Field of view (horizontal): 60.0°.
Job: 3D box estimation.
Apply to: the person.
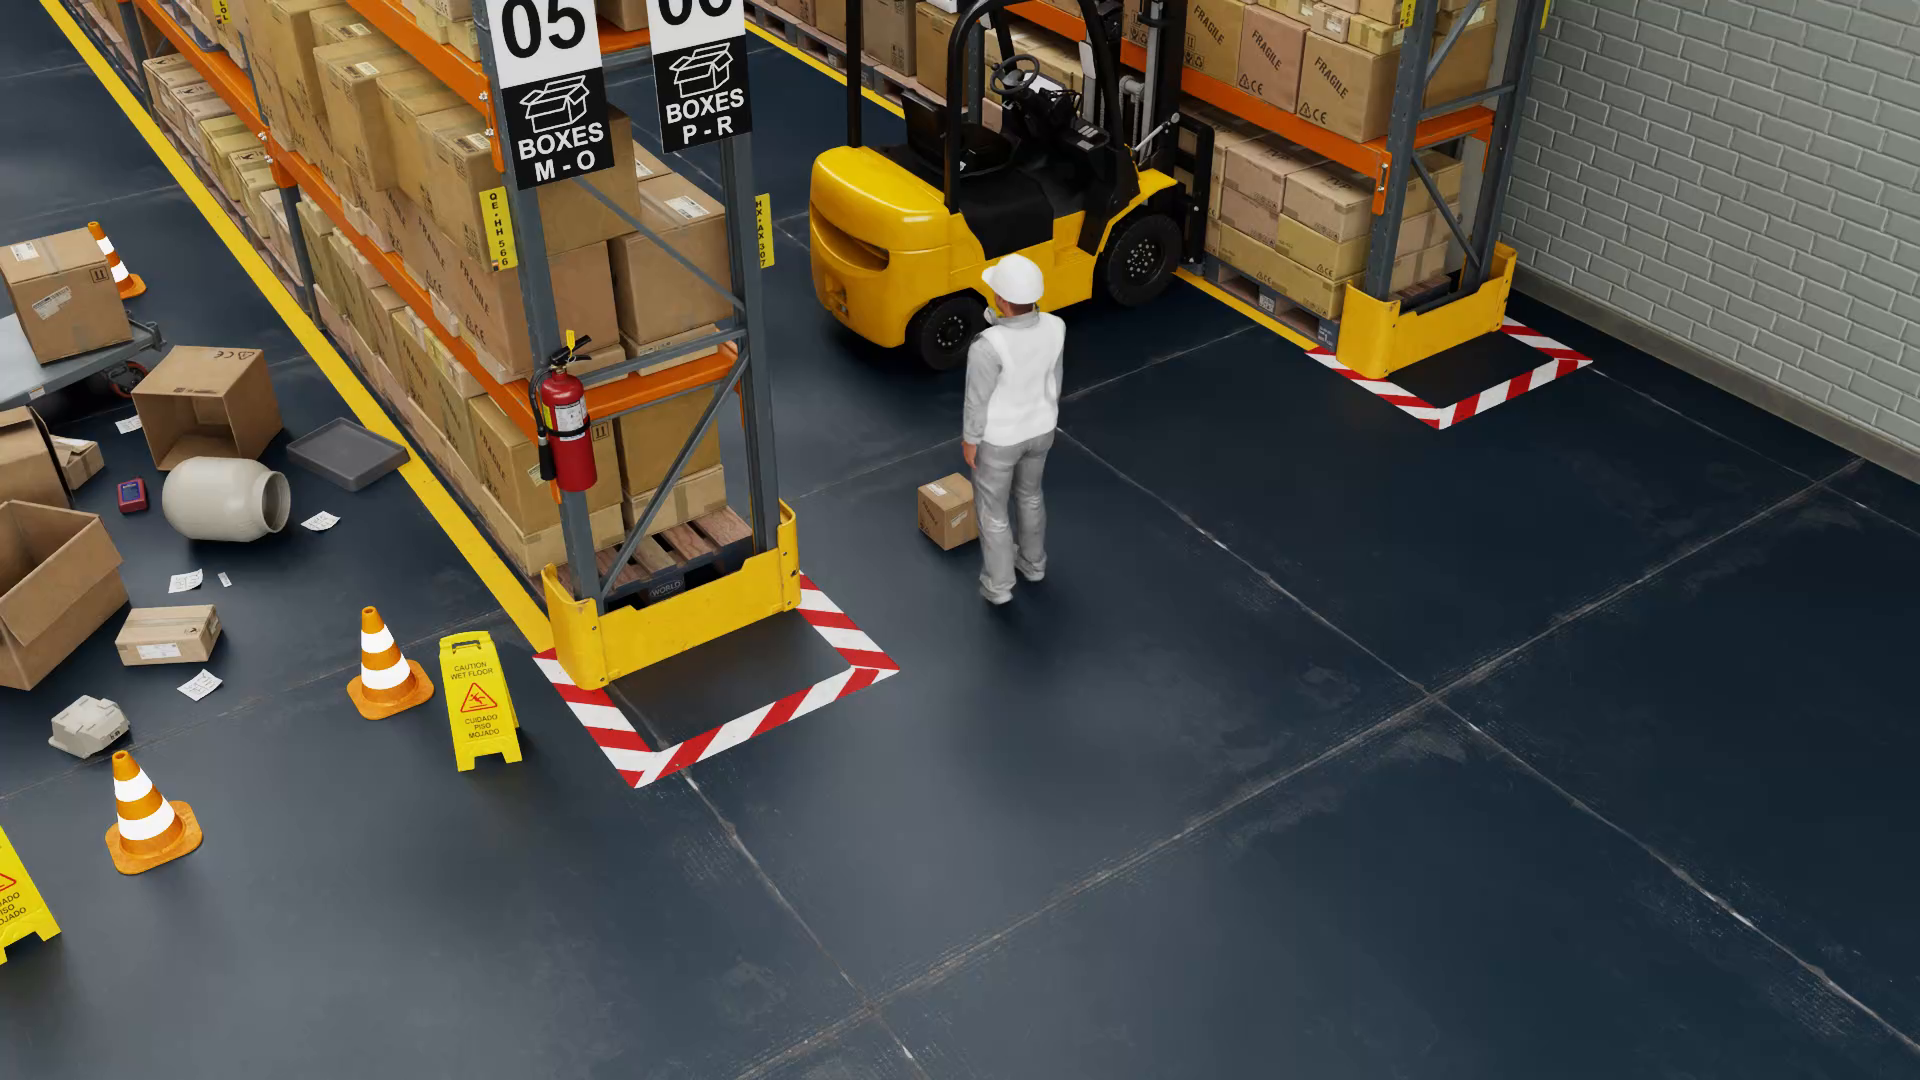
[{"bbox_3d":[0.226,-0.494,7.719,0.534,1.838,0.374,-22,41,-27],"label":"person"}]
